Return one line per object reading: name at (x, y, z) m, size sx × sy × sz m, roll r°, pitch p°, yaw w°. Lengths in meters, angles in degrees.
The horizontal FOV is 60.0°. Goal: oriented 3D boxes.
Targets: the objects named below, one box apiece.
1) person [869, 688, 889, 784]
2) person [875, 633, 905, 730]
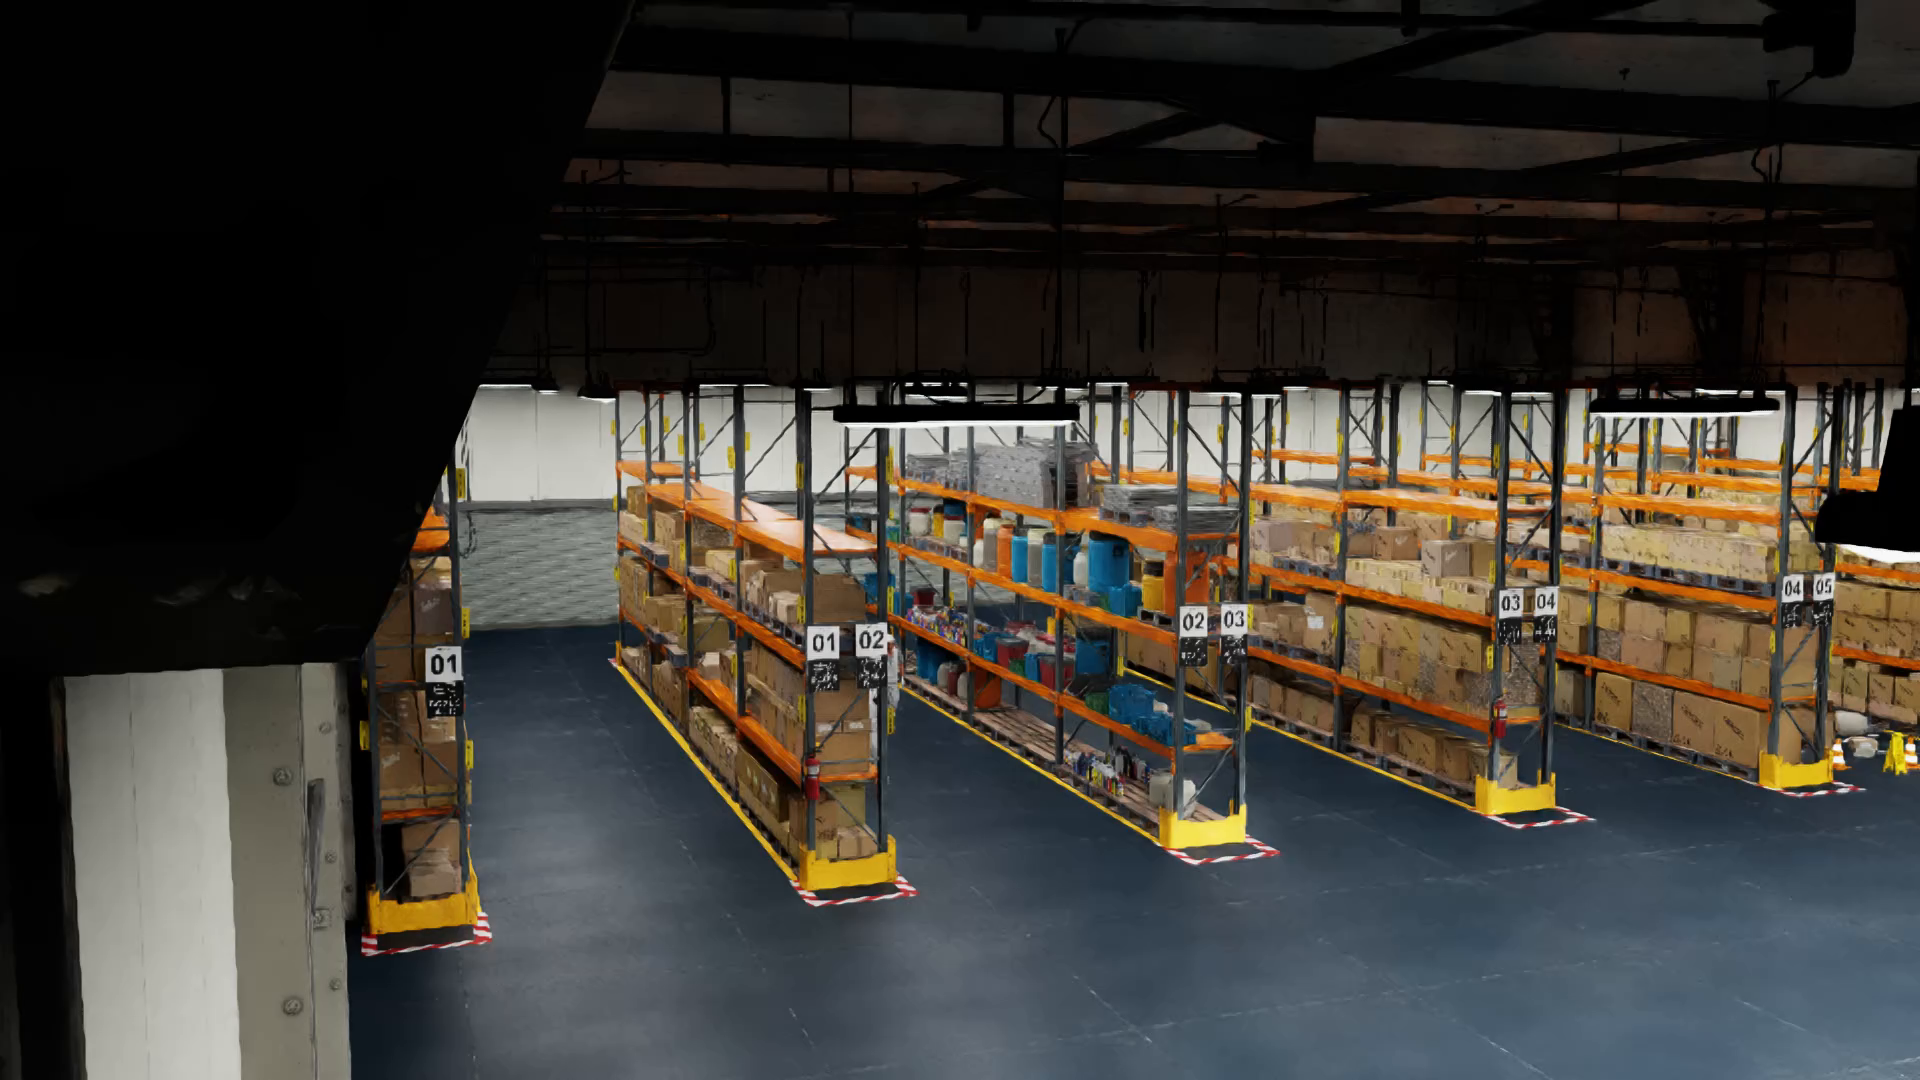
person at (-1.438, 2.830, 25.157) m, size 0.542 × 1.664 × 1.126 m, roll -2°, pitch 6°, yaw -17°
person at (-1.265, 2.452, 28.599) m, size 0.677 × 1.742 × 0.552 m, roll -2°, pitch 6°, yaw -21°
